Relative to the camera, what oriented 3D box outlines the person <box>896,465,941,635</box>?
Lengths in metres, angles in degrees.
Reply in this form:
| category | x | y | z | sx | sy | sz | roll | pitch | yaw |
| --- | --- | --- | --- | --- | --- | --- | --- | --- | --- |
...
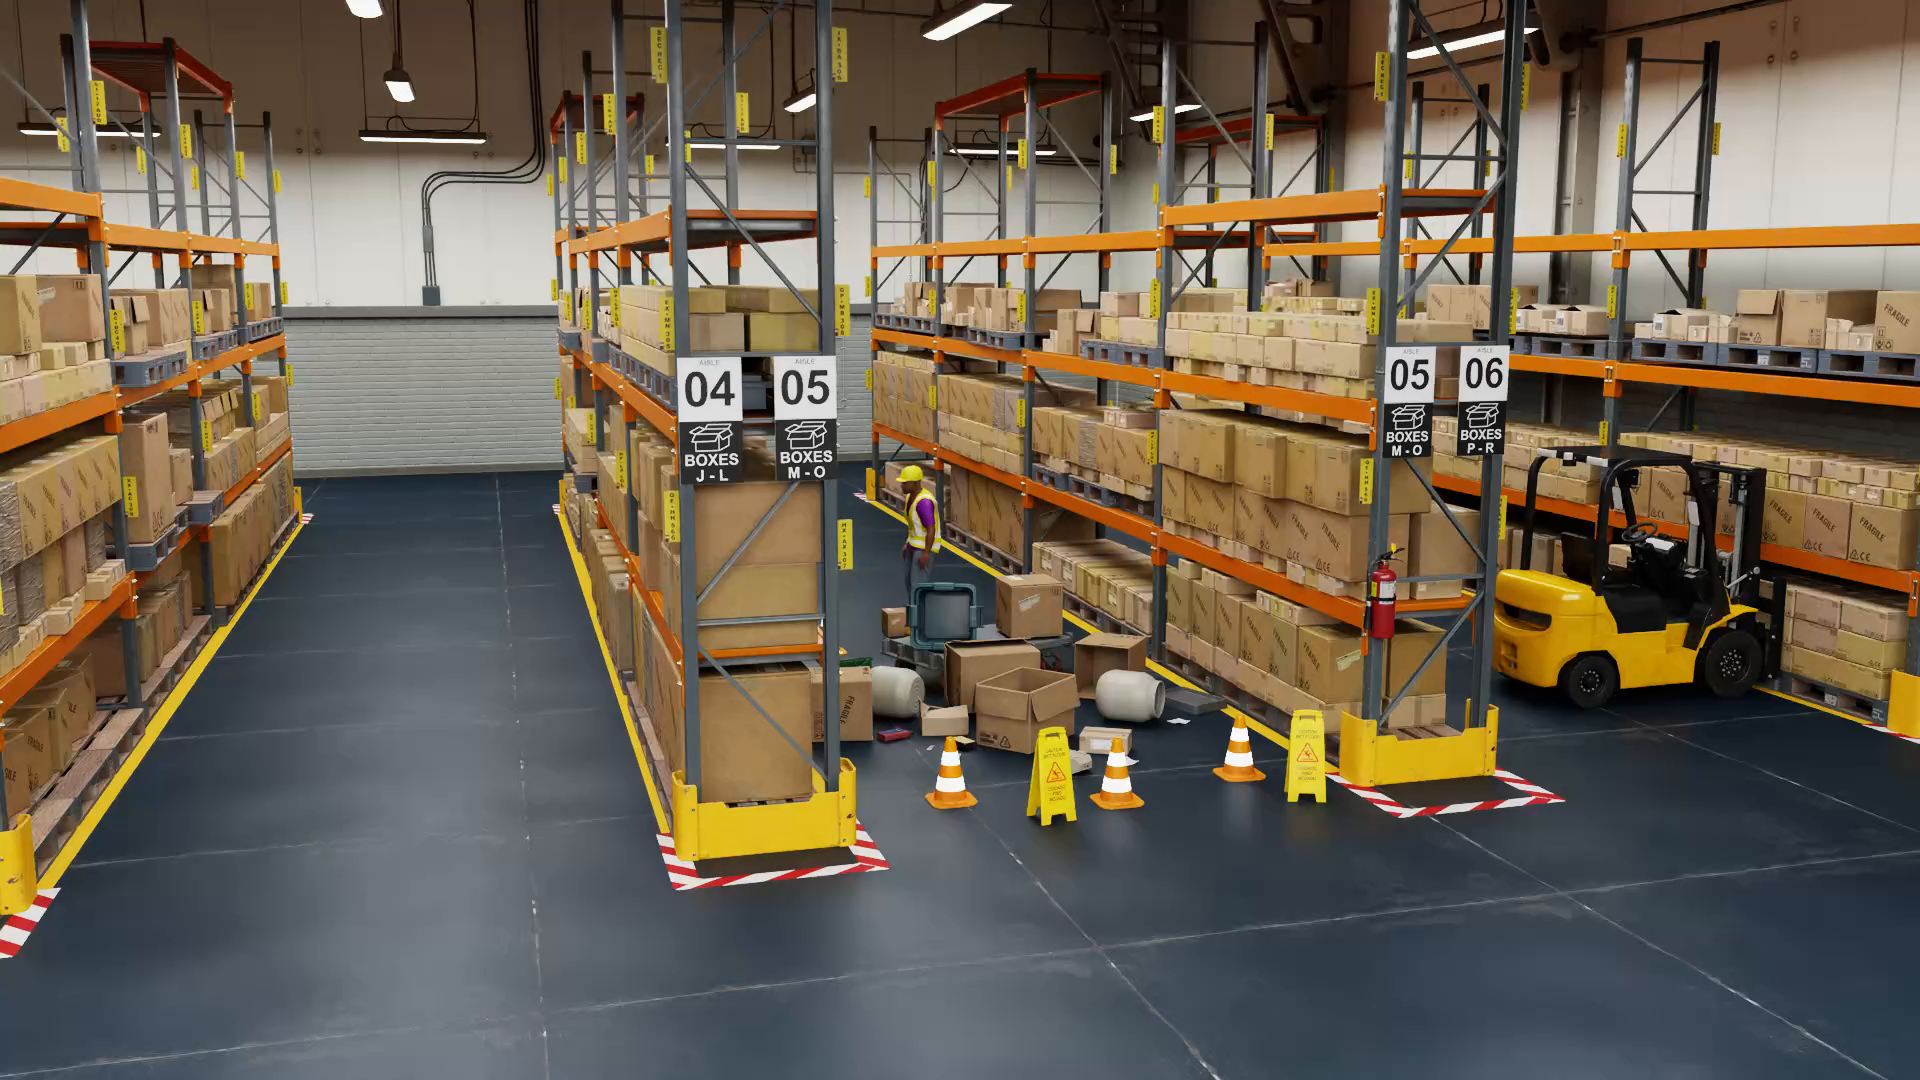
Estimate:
| category | x | y | z | sx | sy | sz | roll | pitch | yaw |
| --- | --- | --- | --- | --- | --- | --- | --- | --- | --- |
| person | -0.445 | 0.099 | 17.207 | 0.461 | 1.759 | 0.633 | -3 | 10 | -20 |
